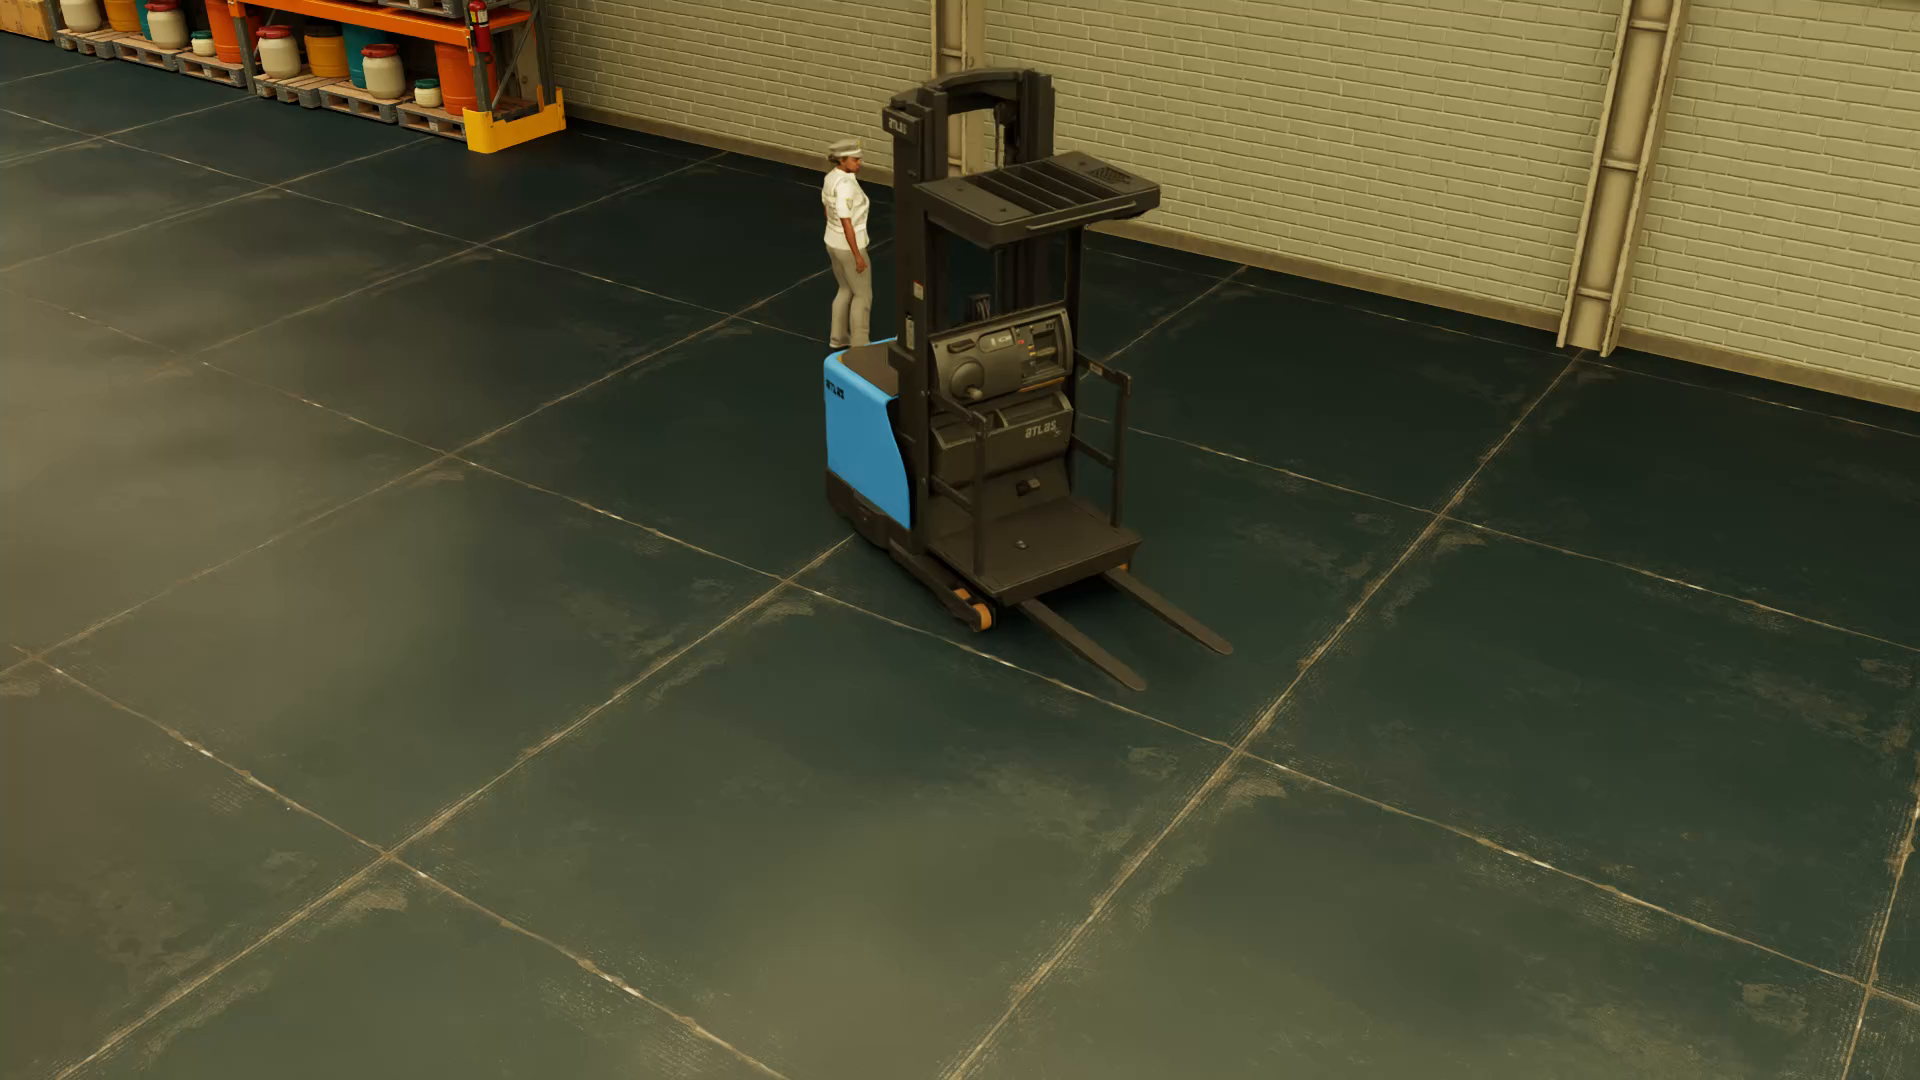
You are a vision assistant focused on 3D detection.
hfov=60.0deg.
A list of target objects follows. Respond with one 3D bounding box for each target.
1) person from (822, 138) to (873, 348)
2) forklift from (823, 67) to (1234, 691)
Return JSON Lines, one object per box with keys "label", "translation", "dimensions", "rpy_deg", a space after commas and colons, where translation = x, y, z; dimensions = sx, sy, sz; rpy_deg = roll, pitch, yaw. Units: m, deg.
{"label": "person", "translation": [-0.818, -2.234, 12.689], "dimensions": [0.405, 1.669, 0.591], "rpy_deg": [-13, 33, -22]}
{"label": "forklift", "translation": [0.367, -1.010, 9.321], "dimensions": [1.130, 2.935, 3.031], "rpy_deg": [-19, 35, -29]}
